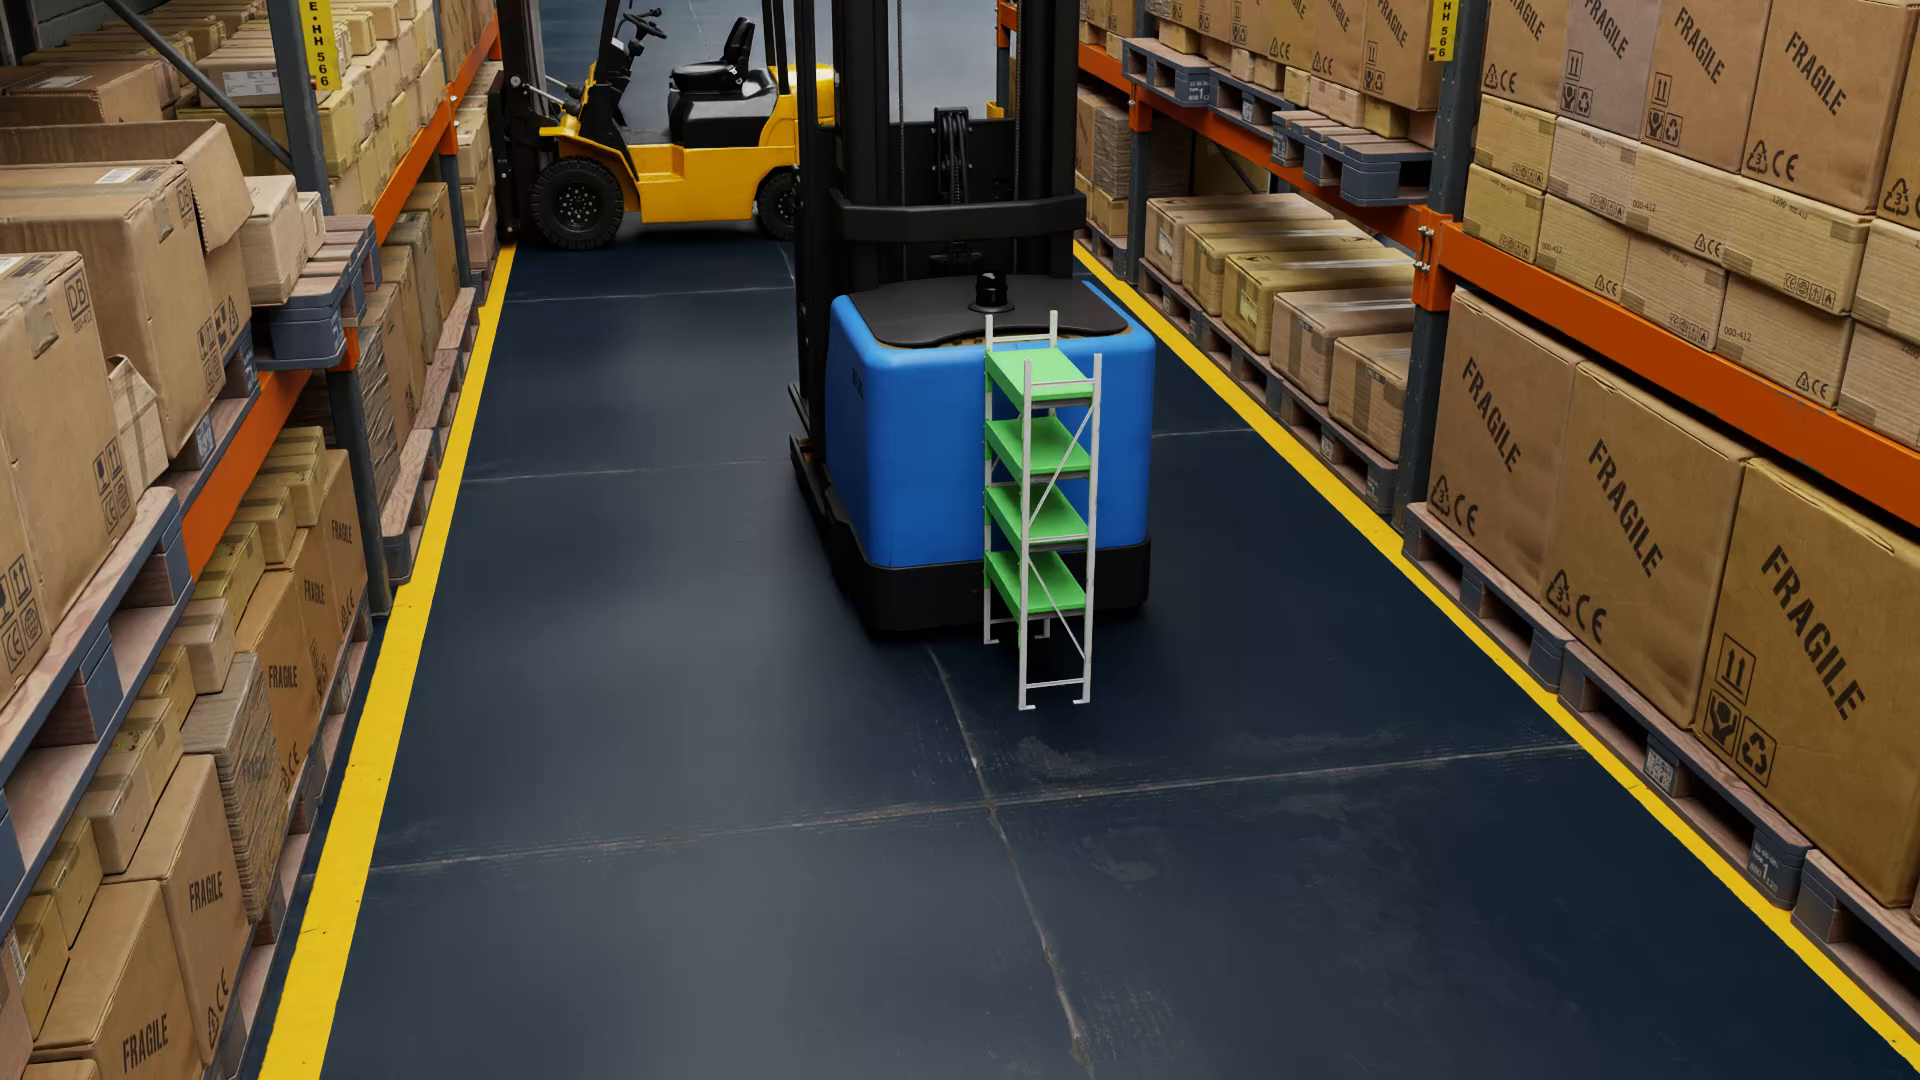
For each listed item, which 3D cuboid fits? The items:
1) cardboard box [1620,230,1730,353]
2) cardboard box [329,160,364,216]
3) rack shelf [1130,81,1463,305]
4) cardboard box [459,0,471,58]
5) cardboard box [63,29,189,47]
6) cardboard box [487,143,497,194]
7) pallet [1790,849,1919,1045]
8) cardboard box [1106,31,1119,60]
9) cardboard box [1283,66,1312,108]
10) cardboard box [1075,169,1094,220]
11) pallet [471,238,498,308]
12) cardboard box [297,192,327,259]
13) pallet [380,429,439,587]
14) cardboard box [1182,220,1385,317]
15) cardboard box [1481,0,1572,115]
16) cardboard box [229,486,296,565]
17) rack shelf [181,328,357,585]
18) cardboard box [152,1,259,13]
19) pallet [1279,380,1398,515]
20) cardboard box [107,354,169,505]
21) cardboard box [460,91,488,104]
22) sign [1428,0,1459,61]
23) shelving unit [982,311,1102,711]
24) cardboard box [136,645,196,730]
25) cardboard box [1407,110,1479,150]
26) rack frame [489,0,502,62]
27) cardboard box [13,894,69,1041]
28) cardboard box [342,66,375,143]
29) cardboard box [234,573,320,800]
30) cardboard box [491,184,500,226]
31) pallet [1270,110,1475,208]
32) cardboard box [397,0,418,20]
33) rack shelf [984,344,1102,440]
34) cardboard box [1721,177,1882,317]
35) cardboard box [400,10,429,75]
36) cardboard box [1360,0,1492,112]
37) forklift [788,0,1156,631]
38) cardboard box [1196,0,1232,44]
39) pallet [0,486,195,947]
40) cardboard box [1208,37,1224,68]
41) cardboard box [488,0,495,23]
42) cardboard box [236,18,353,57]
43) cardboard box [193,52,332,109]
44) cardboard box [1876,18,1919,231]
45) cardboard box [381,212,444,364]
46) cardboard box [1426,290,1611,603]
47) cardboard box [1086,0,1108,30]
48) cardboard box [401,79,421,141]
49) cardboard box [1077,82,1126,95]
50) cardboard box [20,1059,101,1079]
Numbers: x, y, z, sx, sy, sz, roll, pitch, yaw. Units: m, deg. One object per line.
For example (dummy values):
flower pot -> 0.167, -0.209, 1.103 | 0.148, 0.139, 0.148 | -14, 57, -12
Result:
cardboard box -> 2.330, -0.756, 4.921 | 0.500, 0.250, 0.500 | -4, 24, -8
cardboard box -> -2.436, -1.198, 5.934 | 0.500, 0.250, 0.500 | -4, 24, -10
rack shelf -> 1.913, -1.900, 8.252 | 1.077, 0.370, 4.000 | -4, 24, -10
cardboard box -> -3.367, -3.290, 10.411 | 0.500, 0.500, 0.500 | -5, 24, -10
cardboard box -> -3.114, -1.823, 6.241 | 0.380, 0.149, 0.250 | -5, 24, -11
cardboard box -> -3.297, -2.419, 10.827 | 0.500, 0.250, 0.500 | -5, 24, -10
pallet -> 2.806, 1.110, 3.945 | 1.003, 0.211, 1.213 | -4, 24, -10
cardboard box -> 1.131, -3.103, 10.421 | 0.380, 0.149, 0.250 | -4, 24, -9
cardboard box -> 1.676, -2.035, 7.451 | 0.380, 0.149, 0.250 | -4, 24, -9
cardboard box -> 1.062, -2.370, 11.341 | 0.500, 0.250, 0.500 | -5, 24, -11
pallet -> -3.440, -1.686, 10.346 | 1.003, 0.211, 1.213 | -4, 24, -10
cardboard box -> -2.096, -0.922, 4.902 | 0.380, 0.149, 0.250 | -4, 24, -9
pallet -> -2.708, -0.123, 6.769 | 1.003, 0.211, 1.213 | -4, 24, -10
cardboard box -> 1.779, -1.516, 9.233 | 0.950, 0.372, 0.625 | -3, 24, -6
cardboard box -> 2.134, -1.735, 5.601 | 0.500, 0.500, 0.500 | -5, 24, -12
cardboard box -> -2.168, -0.031, 4.862 | 0.380, 0.149, 0.250 | -5, 24, -12
rack shelf -> -2.225, 0.042, 3.805 | 1.077, 0.370, 4.000 | -4, 24, -10
cardboard box -> -3.244, -2.234, 7.181 | 0.380, 0.149, 0.250 | -4, 24, -9
pallet -> 2.140, -0.473, 7.569 | 1.003, 0.211, 1.213 | -4, 24, -10
cardboard box -> -1.735, -0.207, 3.119 | 0.396, 0.266, 0.258 | -3, 24, -7
cardboard box -> -3.392, -2.856, 11.202 | 0.500, 0.250, 0.500 | -5, 24, -11
sign -> 1.751, -1.894, 5.991 | 0.100, 0.325, 0.005 | -4, 24, -10
shelving unit -> 0.257, -0.098, 5.475 | 0.258, 1.200, 0.503 | -5, 24, -12
cardboard box -> -2.041, 0.381, 3.918 | 0.380, 0.149, 0.250 | -4, 24, -10
cardboard box -> 1.991, -1.632, 6.529 | 0.380, 0.149, 0.250 | -3, 24, -8
rack frame -> -4.074, -4.221, 12.667 | 1.000, 3.000, 0.127 | -4, 24, -10
cardboard box -> -1.845, 0.791, 2.980 | 0.380, 0.149, 0.250 | -6, 24, -12
cardboard box -> -2.528, -1.625, 6.285 | 0.500, 0.250, 0.500 | -4, 24, -8
cardboard box -> -2.123, 0.432, 4.611 | 0.500, 0.500, 0.500 | -3, 24, -7
cardboard box -> -3.318, -2.195, 10.938 | 0.500, 0.250, 0.500 | -4, 24, -9
pallet -> 2.047, -1.628, 6.969 | 1.213, 0.211, 1.003 | -4, 24, -10
cardboard box -> -2.815, -2.579, 7.972 | 0.380, 0.149, 0.250 | -5, 24, -11
rack shelf -> 0.257, -0.479, 5.309 | 0.258, 0.148, 0.480 | -5, 24, -12
cardboard box -> 2.389, -0.785, 4.363 | 0.500, 0.250, 0.500 | -4, 24, -9
cardboard box -> -2.890, -2.432, 8.134 | 0.500, 0.250, 0.500 | -5, 24, -11
cardboard box -> 1.926, -1.976, 6.506 | 0.500, 0.500, 0.500 | -5, 24, -11
forklift -> -0.139, -1.586, 6.719 | 1.130, 2.935, 3.031 | -5, 24, -12
cardboard box -> 1.519, -2.793, 8.376 | 0.500, 0.500, 0.500 | -4, 24, -10
pallet -> -1.895, 0.264, 2.637 | 1.003, 0.211, 1.213 | -4, 24, -10
cardboard box -> 1.507, -2.544, 8.617 | 0.380, 0.149, 0.250 | -4, 24, -9
cardboard box -> -3.725, -4.093, 12.249 | 0.500, 0.500, 0.500 | -5, 24, -11
cardboard box -> -2.624, -1.967, 6.571 | 0.380, 0.149, 0.250 | -4, 24, -9
cardboard box -> -2.364, -1.565, 5.650 | 0.380, 0.149, 0.250 | -4, 24, -8
cardboard box -> 2.516, -0.935, 3.769 | 0.500, 0.500, 0.500 | -4, 24, -8
cardboard box -> -3.091, -1.242, 8.288 | 0.875, 0.625, 0.625 | -5, 24, -10
cardboard box -> 2.329, -0.384, 6.012 | 0.875, 0.875, 0.875 | -5, 24, -10
cardboard box -> 1.115, -3.557, 10.650 | 0.500, 0.500, 0.500 | -4, 24, -8
cardboard box -> -2.824, -2.005, 7.781 | 0.500, 0.250, 0.500 | -4, 24, -9
cardboard box -> 0.979, -2.906, 11.630 | 0.500, 0.500, 0.500 | -3, 24, -7
cardboard box -> -1.723, 1.245, 2.750 | 0.500, 0.500, 0.500 | -3, 24, -7
